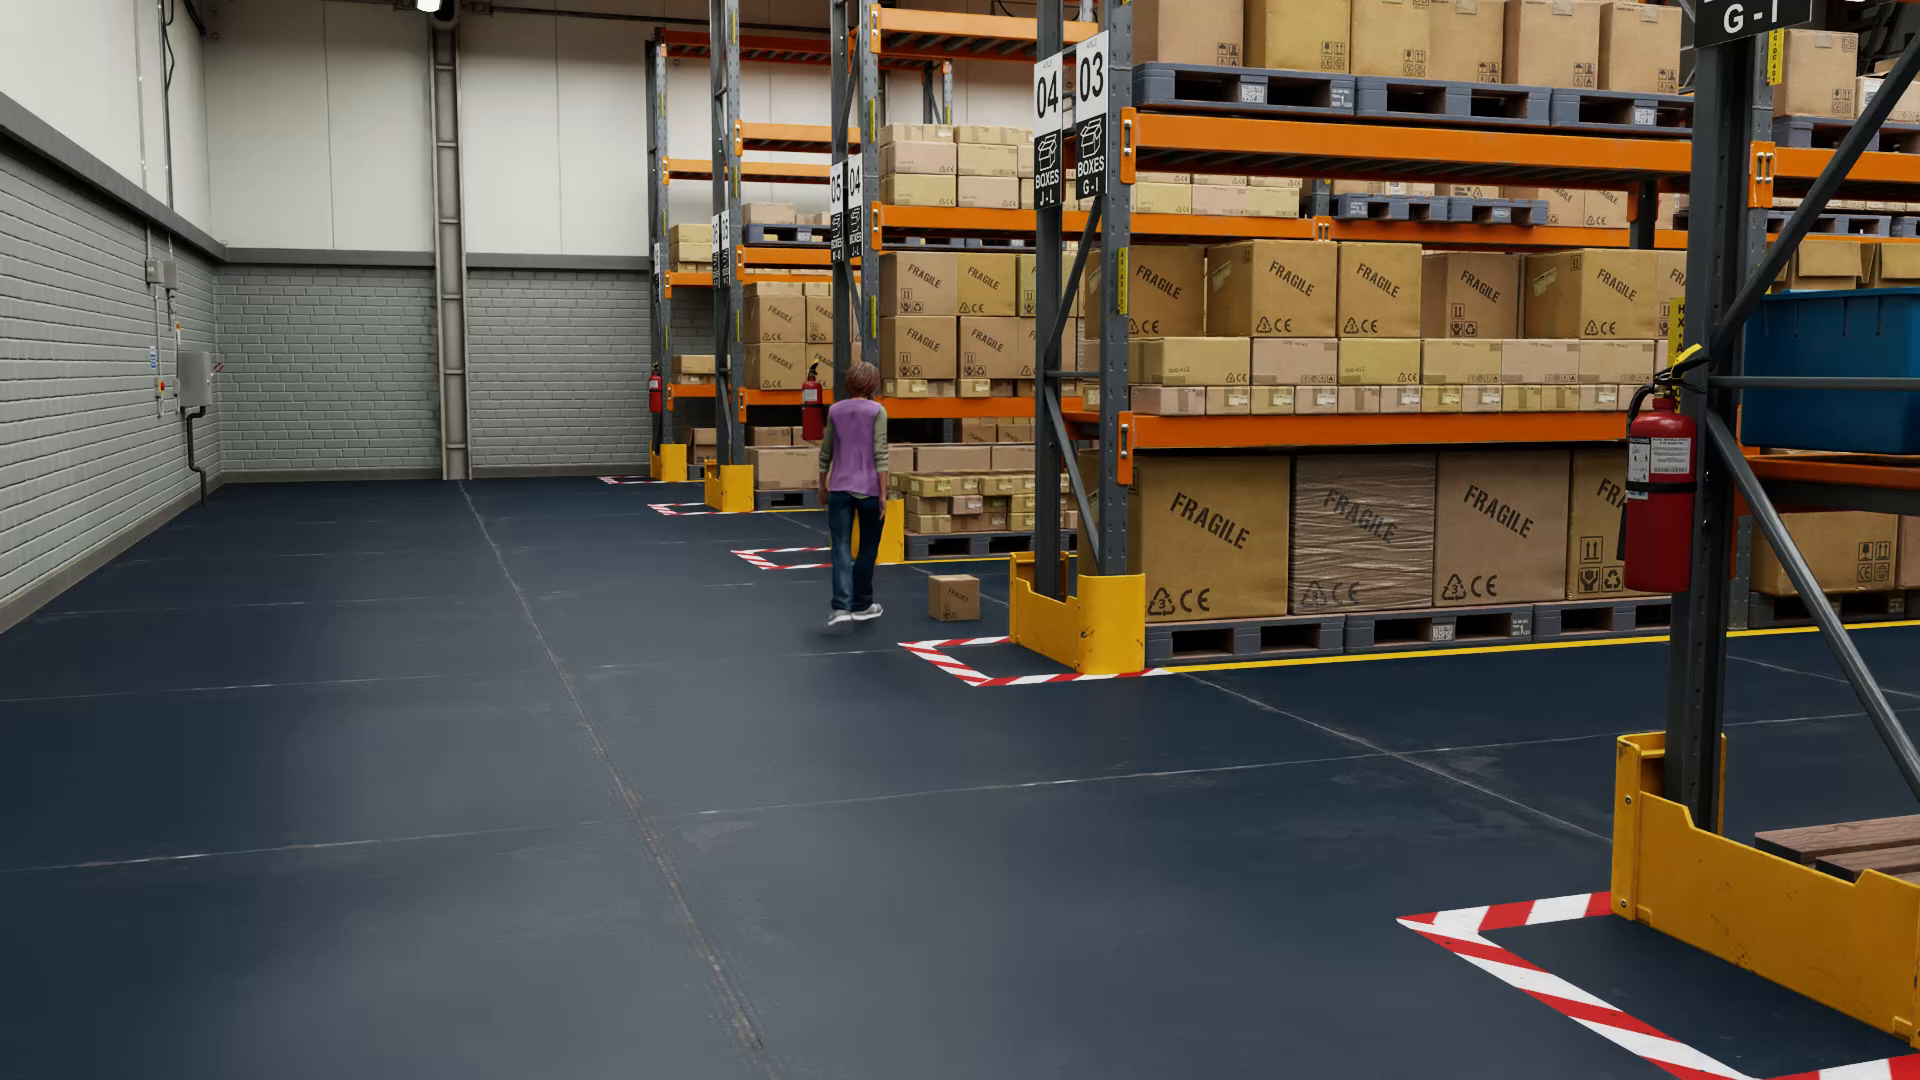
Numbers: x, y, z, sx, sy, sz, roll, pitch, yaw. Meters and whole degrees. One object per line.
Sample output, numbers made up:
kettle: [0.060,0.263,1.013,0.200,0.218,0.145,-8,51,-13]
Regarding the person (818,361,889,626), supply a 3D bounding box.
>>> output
person: [-0.646,-0.276,9.850,0.494,1.560,0.789,1,6,9]
